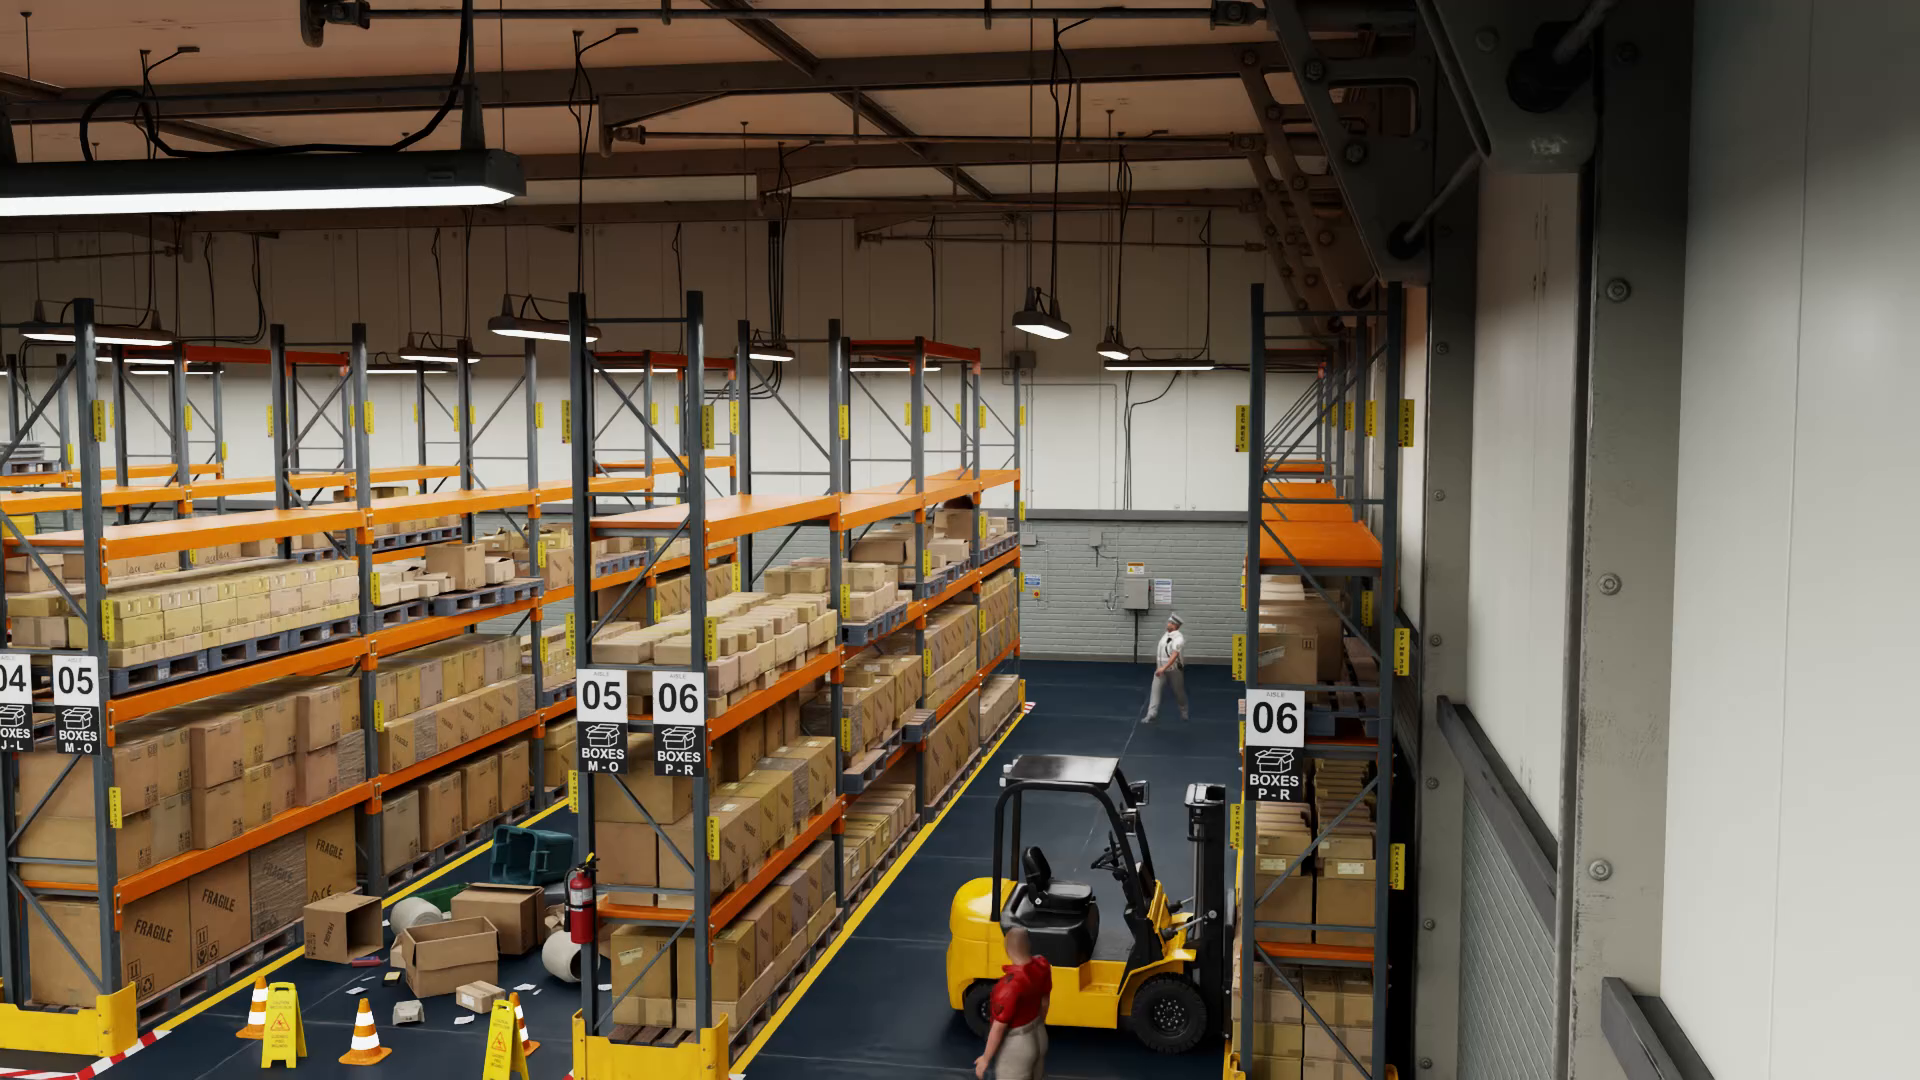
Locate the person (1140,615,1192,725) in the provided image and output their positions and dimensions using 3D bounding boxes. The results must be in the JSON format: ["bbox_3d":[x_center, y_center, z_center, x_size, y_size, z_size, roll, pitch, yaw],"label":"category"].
[{"bbox_3d":[3.283,2.052,26.201,1.027,1.719,0.497,-4,6,-43],"label":"person"}]

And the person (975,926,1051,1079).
[{"bbox_3d":[0.372,3.403,11.162,0.411,1.725,0.649,2,5,23],"label":"person"}]
